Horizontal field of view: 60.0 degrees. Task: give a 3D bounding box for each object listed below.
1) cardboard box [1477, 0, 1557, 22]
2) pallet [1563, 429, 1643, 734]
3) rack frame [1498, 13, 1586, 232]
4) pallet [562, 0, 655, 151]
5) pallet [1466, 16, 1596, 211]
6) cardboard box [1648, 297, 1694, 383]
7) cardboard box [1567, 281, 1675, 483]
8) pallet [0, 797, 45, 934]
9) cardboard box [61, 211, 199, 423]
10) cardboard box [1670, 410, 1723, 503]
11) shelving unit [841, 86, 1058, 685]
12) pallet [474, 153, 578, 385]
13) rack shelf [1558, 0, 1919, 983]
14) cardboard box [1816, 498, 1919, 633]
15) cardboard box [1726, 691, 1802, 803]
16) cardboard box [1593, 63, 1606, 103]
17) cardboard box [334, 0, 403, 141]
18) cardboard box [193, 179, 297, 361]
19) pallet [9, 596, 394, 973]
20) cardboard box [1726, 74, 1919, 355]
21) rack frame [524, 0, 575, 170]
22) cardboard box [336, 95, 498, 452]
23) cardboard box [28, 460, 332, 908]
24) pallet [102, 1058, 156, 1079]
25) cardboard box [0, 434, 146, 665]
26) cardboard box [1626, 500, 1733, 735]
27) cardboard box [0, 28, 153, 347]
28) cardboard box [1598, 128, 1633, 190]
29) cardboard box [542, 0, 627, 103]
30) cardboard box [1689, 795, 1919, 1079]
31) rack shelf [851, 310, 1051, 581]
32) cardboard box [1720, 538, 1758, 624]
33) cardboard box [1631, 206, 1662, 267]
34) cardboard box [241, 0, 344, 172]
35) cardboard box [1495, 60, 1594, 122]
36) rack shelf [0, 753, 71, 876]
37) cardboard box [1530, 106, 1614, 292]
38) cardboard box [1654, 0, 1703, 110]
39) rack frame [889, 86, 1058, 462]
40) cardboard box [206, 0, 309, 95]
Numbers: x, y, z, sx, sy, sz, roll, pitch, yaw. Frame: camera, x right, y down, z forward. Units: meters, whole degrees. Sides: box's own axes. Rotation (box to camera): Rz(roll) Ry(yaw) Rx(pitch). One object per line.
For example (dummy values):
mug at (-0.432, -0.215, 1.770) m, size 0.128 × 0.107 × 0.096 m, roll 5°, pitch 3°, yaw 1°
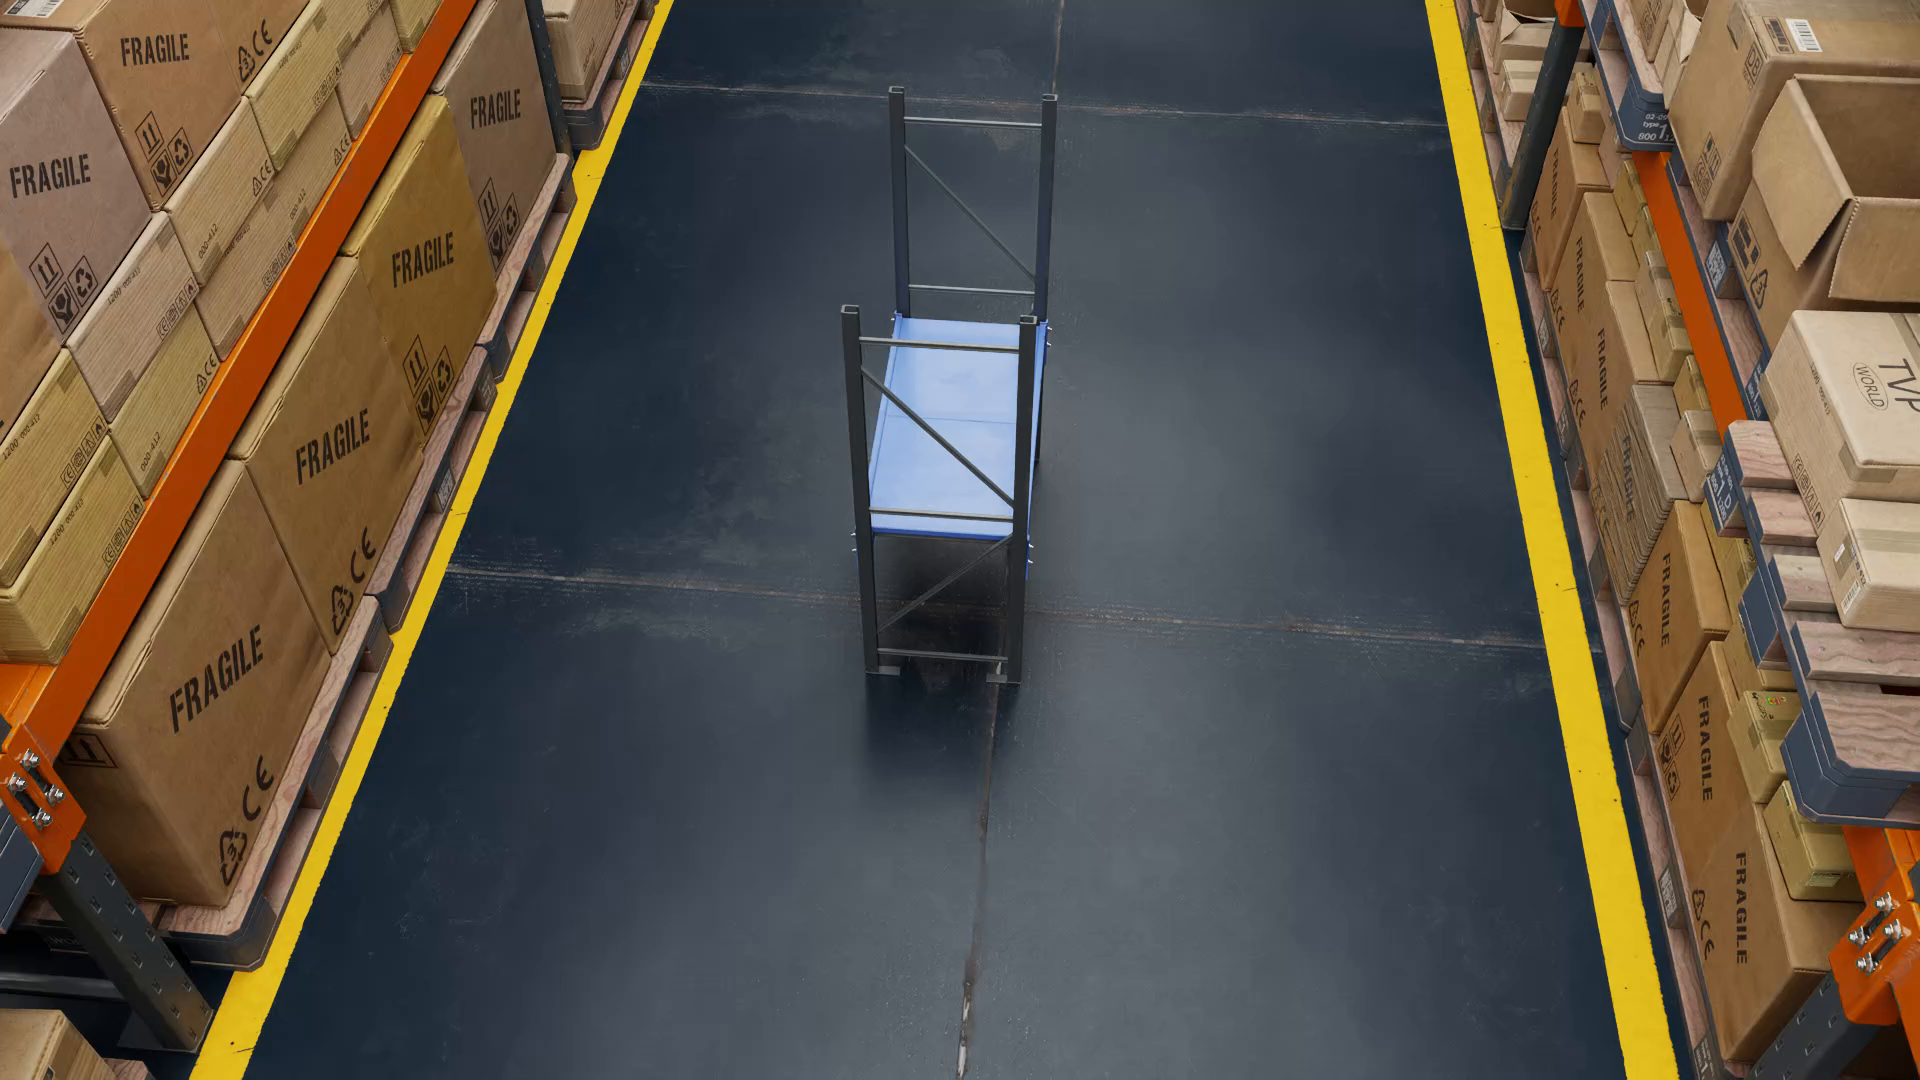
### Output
cardboard box at (2.765, -2.718, 7.613) m, size 0.700 × 0.500 × 0.500 m, roll 2°, pitch 48°, yaw 2°
pallet at (2.616, 0.128, 5.490) m, size 1.003 × 0.211 × 1.213 m, roll 4°, pitch 48°, yaw 4°
rack frame at (2.761, -2.312, 5.832) m, size 1.000 × 3.000 × 0.127 m, roll 4°, pitch 48°, yaw 4°
pallet at (-2.035, -2.256, 7.670) m, size 1.003 × 0.211 × 1.213 m, roll 4°, pitch 48°, yaw 4°
pallet at (2.825, -1.875, 7.322) m, size 1.003 × 0.211 × 1.213 m, roll 4°, pitch 48°, yaw 4°
cardboard box at (2.407, -0.620, 5.254) m, size 0.380 × 0.149 × 0.250 m, roll 5°, pitch 48°, yaw 5°
cardboard box at (2.405, -0.511, 5.594) m, size 0.500 × 0.500 × 0.500 m, roll 3°, pitch 48°, yaw 2°
pallet at (-2.505, 0.892, 3.032) m, size 1.213 × 0.211 × 1.003 m, roll 4°, pitch 48°, yaw 4°
cardboard box at (-2.206, -0.557, 3.990) m, size 0.500 × 0.250 × 0.500 m, roll 5°, pitch 48°, yaw 4°
cardboard box at (2.339, -0.242, 4.909) m, size 0.380 × 0.149 × 0.250 m, roll 2°, pitch 48°, yaw 2°
shelving unit at (-0.008, -0.443, 5.139) m, size 0.538 × 1.500 × 1.048 m, roll 4°, pitch 48°, yaw 4°
pallet at (-2.177, -1.130, 6.640) m, size 1.003 × 0.211 × 1.213 m, roll 4°, pitch 48°, yaw 4°
rack shelf at (2.579, -0.600, 4.753) m, size 1.077 × 0.370 × 4.000 m, roll 4°, pitch 48°, yaw 4°
cardboard box at (2.075, 0.062, 3.546) m, size 0.380 × 0.149 × 0.250 m, roll 5°, pitch 48°, yaw 4°
cardboard box at (2.184, 0.528, 4.204) m, size 0.380 × 0.149 × 0.250 m, roll 2°, pitch 48°, yaw 2°
cardboard box at (2.524, -1.680, 6.022) m, size 0.380 × 0.149 × 0.250 m, roll 3°, pitch 48°, yaw 3°
cardboard box at (-2.084, -1.502, 5.193) m, size 0.500 × 0.250 × 0.500 m, roll 3°, pitch 48°, yaw 2°
cardboard box at (-2.168, -0.760, 4.514) m, size 0.500 × 0.250 × 0.500 m, roll 5°, pitch 48°, yaw 5°
pallet at (-2.400, 0.663, 5.001) m, size 1.003 × 0.211 × 1.213 m, roll 4°, pitch 48°, yaw 4°
cardboard box at (2.362, -0.761, 4.059) m, size 0.797 × 0.503 × 0.637 m, roll 3°, pitch 48°, yaw 3°
rack frame at (-2.182, -2.643, 6.135) m, size 1.000 × 3.000 × 0.127 m, roll 4°, pitch 48°, yaw 4°
cardboard box at (-2.233, -0.943, 5.735) m, size 0.875 × 0.875 × 0.875 m, roll 5°, pitch 48°, yaw 5°
cardboard box at (-2.401, 0.370, 4.535) m, size 0.875 × 0.875 × 0.875 m, roll 3°, pitch 48°, yaw 3°
pallet at (-2.619, 1.811, 3.950) m, size 1.003 × 0.211 × 1.213 m, roll 4°, pitch 48°, yaw 4°
cardboard box at (-2.251, 0.004, 3.815) m, size 0.500 × 0.250 × 0.500 m, roll 3°, pitch 48°, yaw 3°
cardboard box at (2.322, 0.252, 4.896) m, size 0.500 × 0.500 × 0.500 m, roll 6°, pitch 48°, yaw 5°
cardboard box at (-2.222, -0.786, 3.691) m, size 0.500 × 0.500 × 0.500 m, roll 4°, pitch 48°, yaw 4°
cardboard box at (2.516, -1.375, 5.944) m, size 0.380 × 0.149 × 0.250 m, roll 3°, pitch 48°, yaw 2°
cardboard box at (-2.018, -2.374, 7.341) m, size 0.875 × 0.438 × 0.875 m, roll 3°, pitch 48°, yaw 3°
cardboard box at (2.221, 1.004, 4.208) m, size 0.500 × 0.500 × 0.500 m, roll 5°, pitch 48°, yaw 5°
rack shelf at (-0.008, -0.322, 5.272) m, size 0.538 × 0.185 × 1.000 m, roll 4°, pitch 48°, yaw 4°
cardboard box at (2.321, 0.146, 4.553) m, size 0.380 × 0.149 × 0.250 m, roll 5°, pitch 48°, yaw 5°
cardboard box at (2.492, -0.983, 5.586) m, size 0.380 × 0.149 × 0.250 m, roll 3°, pitch 48°, yaw 3°
cardboard box at (-2.089, -1.295, 4.664) m, size 0.500 × 0.250 × 0.500 m, roll 5°, pitch 48°, yaw 4°
cardboard box at (2.520, -1.921, 7.121) m, size 0.380 × 0.149 × 0.250 m, roll 3°, pitch 48°, yaw 2°
rack shelf at (-2.729, 2.009, 2.368) m, size 1.077 × 0.370 × 4.000 m, roll 4°, pitch 48°, yaw 4°
cardboard box at (2.493, -1.270, 6.288) m, size 0.500 × 0.500 × 0.500 m, roll 6°, pitch 48°, yaw 5°
cardboard box at (2.253, -1.413, 4.816) m, size 0.396 × 0.266 × 0.258 m, roll 6°, pitch 48°, yaw 5°
rack frame at (0.039, -0.817, 5.481) m, size 0.500 × 1.500 × 0.032 m, roll 4°, pitch 48°, yaw 4°
cardboard box at (-2.110, -1.536, 4.377) m, size 0.500 × 0.500 × 0.500 m, roll 5°, pitch 48°, yaw 4°
